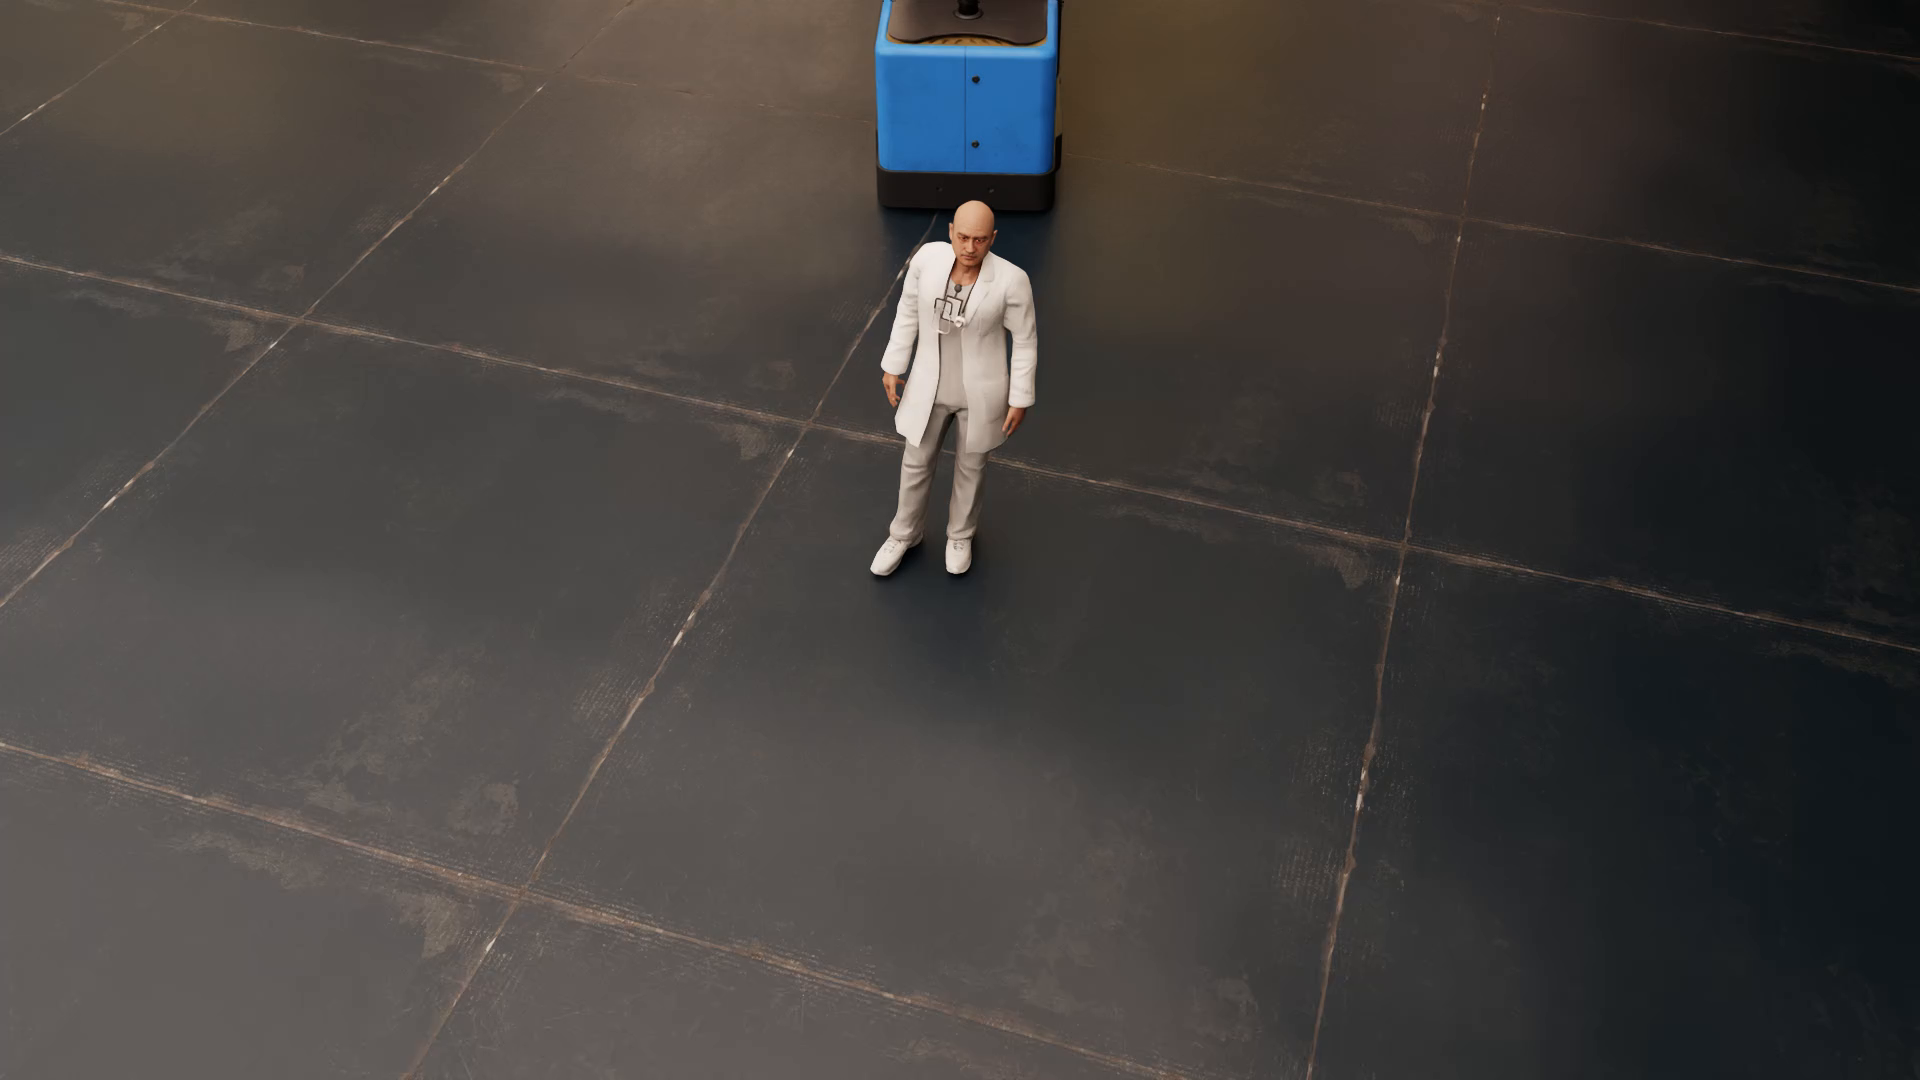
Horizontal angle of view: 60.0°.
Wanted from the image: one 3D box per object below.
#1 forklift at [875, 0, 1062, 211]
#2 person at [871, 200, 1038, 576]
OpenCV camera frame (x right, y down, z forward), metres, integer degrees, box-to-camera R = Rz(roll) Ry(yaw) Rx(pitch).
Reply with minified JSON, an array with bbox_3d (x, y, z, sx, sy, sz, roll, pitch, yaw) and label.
[{"bbox_3d":[0.100,-4.008,9.997,1.130,2.935,3.031,2,43,2],"label":"forklift"},{"bbox_3d":[-0.031,-0.598,7.167,0.698,1.778,0.578,12,44,13],"label":"person"}]
